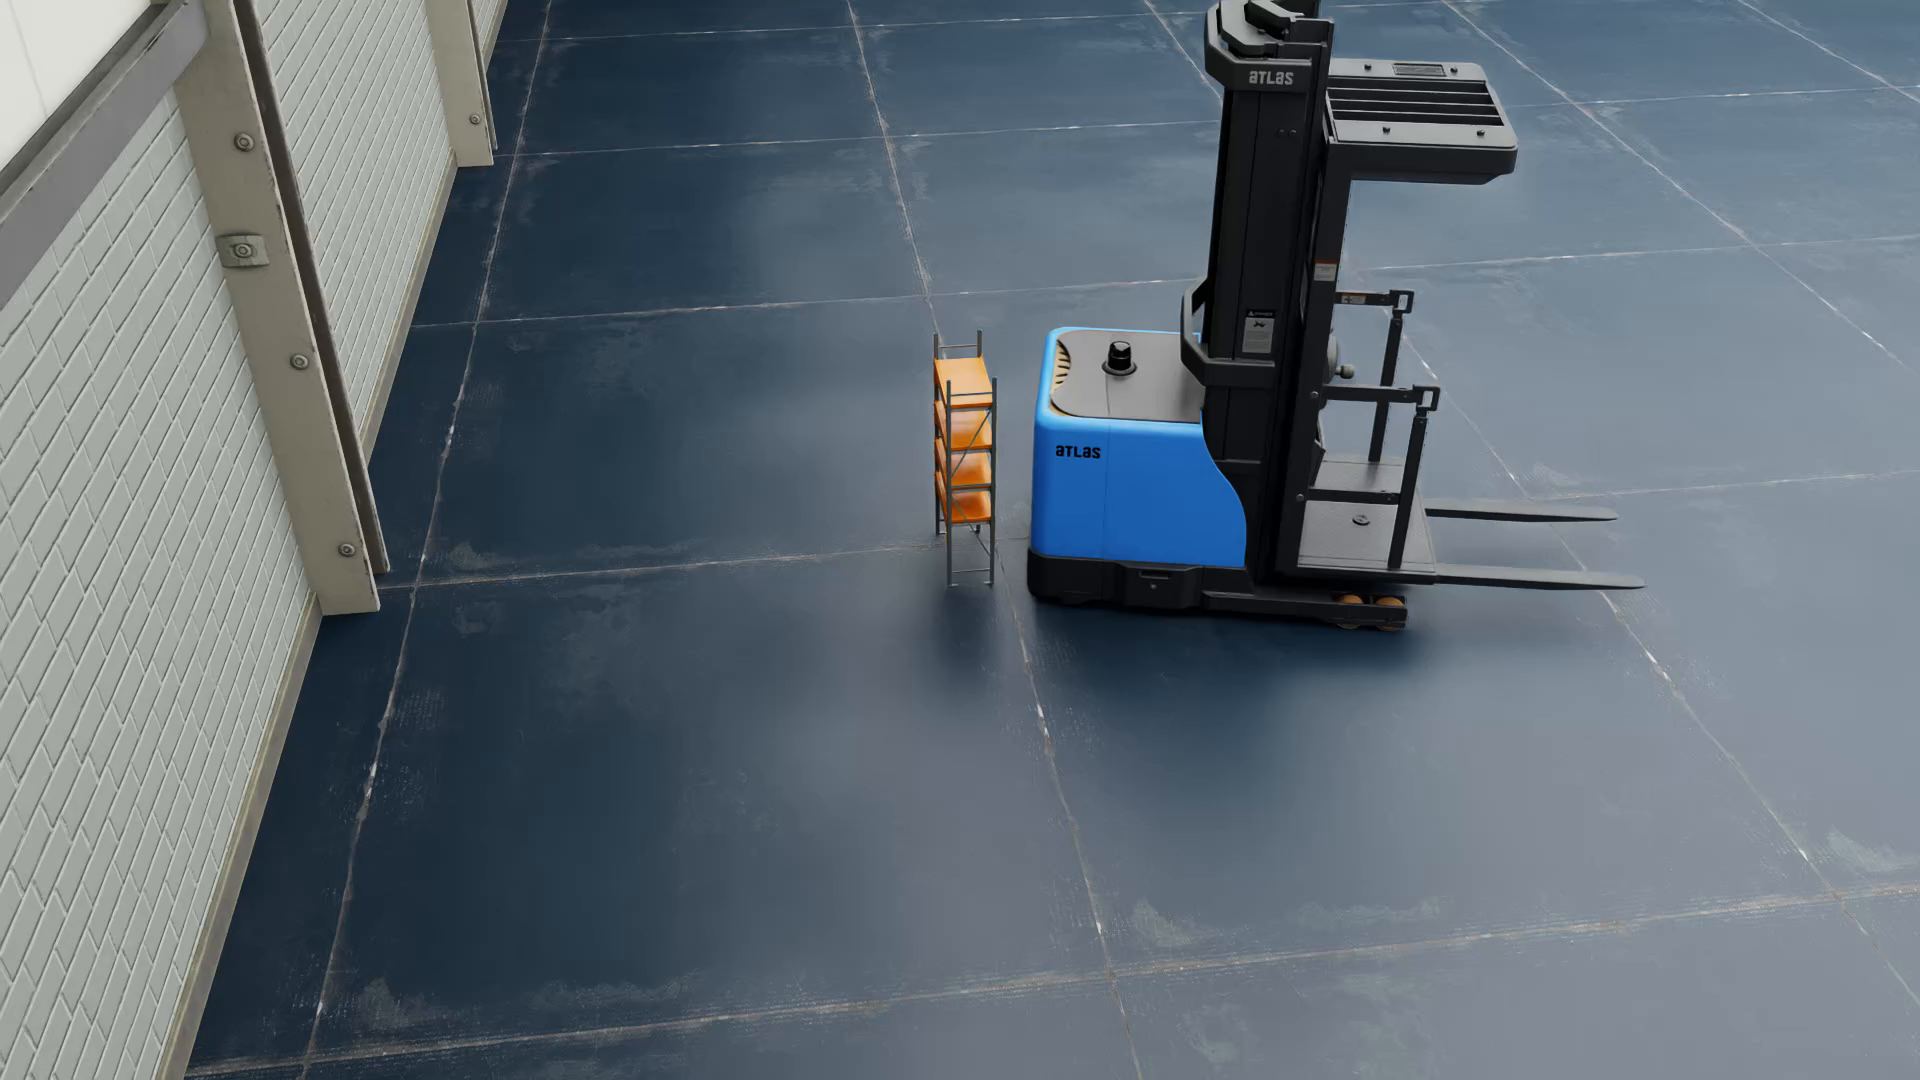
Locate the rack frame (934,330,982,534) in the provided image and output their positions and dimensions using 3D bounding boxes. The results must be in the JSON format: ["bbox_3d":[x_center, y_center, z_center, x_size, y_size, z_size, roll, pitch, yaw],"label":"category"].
[{"bbox_3d":[-0.011,-0.540,8.605,0.240,1.200,0.015,-4,35,-6],"label":"rack frame"}]

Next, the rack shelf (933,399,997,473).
[{"bbox_3d":[0.022,-0.533,8.317,0.258,0.148,0.480,-4,35,-6],"label":"rack shelf"}]

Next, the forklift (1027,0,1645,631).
[{"bbox_3d":[1.891,-1.078,7.858,3.031,2.935,1.130,3,34,5],"label":"forklift"}]

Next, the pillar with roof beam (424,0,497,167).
[{"bbox_3d":[0.359,-7.135,11.357,9.100,9.000,0.400,-4,35,-6],"label":"pillar with roof beam"}]

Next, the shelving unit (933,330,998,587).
[{"bbox_3d":[0.022,-0.403,8.405,0.258,1.200,0.503,-4,35,-6],"label":"shelving unit"}]

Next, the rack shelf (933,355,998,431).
[{"bbox_3d":[0.022,-0.728,8.184,0.258,0.148,0.480,-4,35,-6],"label":"rack shelf"}]

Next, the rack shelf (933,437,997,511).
[{"bbox_3d":[0.022,-0.348,8.443,0.258,0.148,0.480,-4,35,-6],"label":"rack shelf"}]

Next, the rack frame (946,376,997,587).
[{"bbox_3d":[0.055,-0.267,8.205,0.240,1.200,0.015,-4,35,-6],"label":"rack frame"}]

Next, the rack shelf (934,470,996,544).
[{"bbox_3d":[0.022,-0.184,8.555,0.258,0.148,0.480,-4,35,-6],"label":"rack shelf"}]

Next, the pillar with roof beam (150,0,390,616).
[{"bbox_3d":[1.165,-3.787,6.444,9.100,9.000,0.400,-4,35,-6],"label":"pillar with roof beam"}]
